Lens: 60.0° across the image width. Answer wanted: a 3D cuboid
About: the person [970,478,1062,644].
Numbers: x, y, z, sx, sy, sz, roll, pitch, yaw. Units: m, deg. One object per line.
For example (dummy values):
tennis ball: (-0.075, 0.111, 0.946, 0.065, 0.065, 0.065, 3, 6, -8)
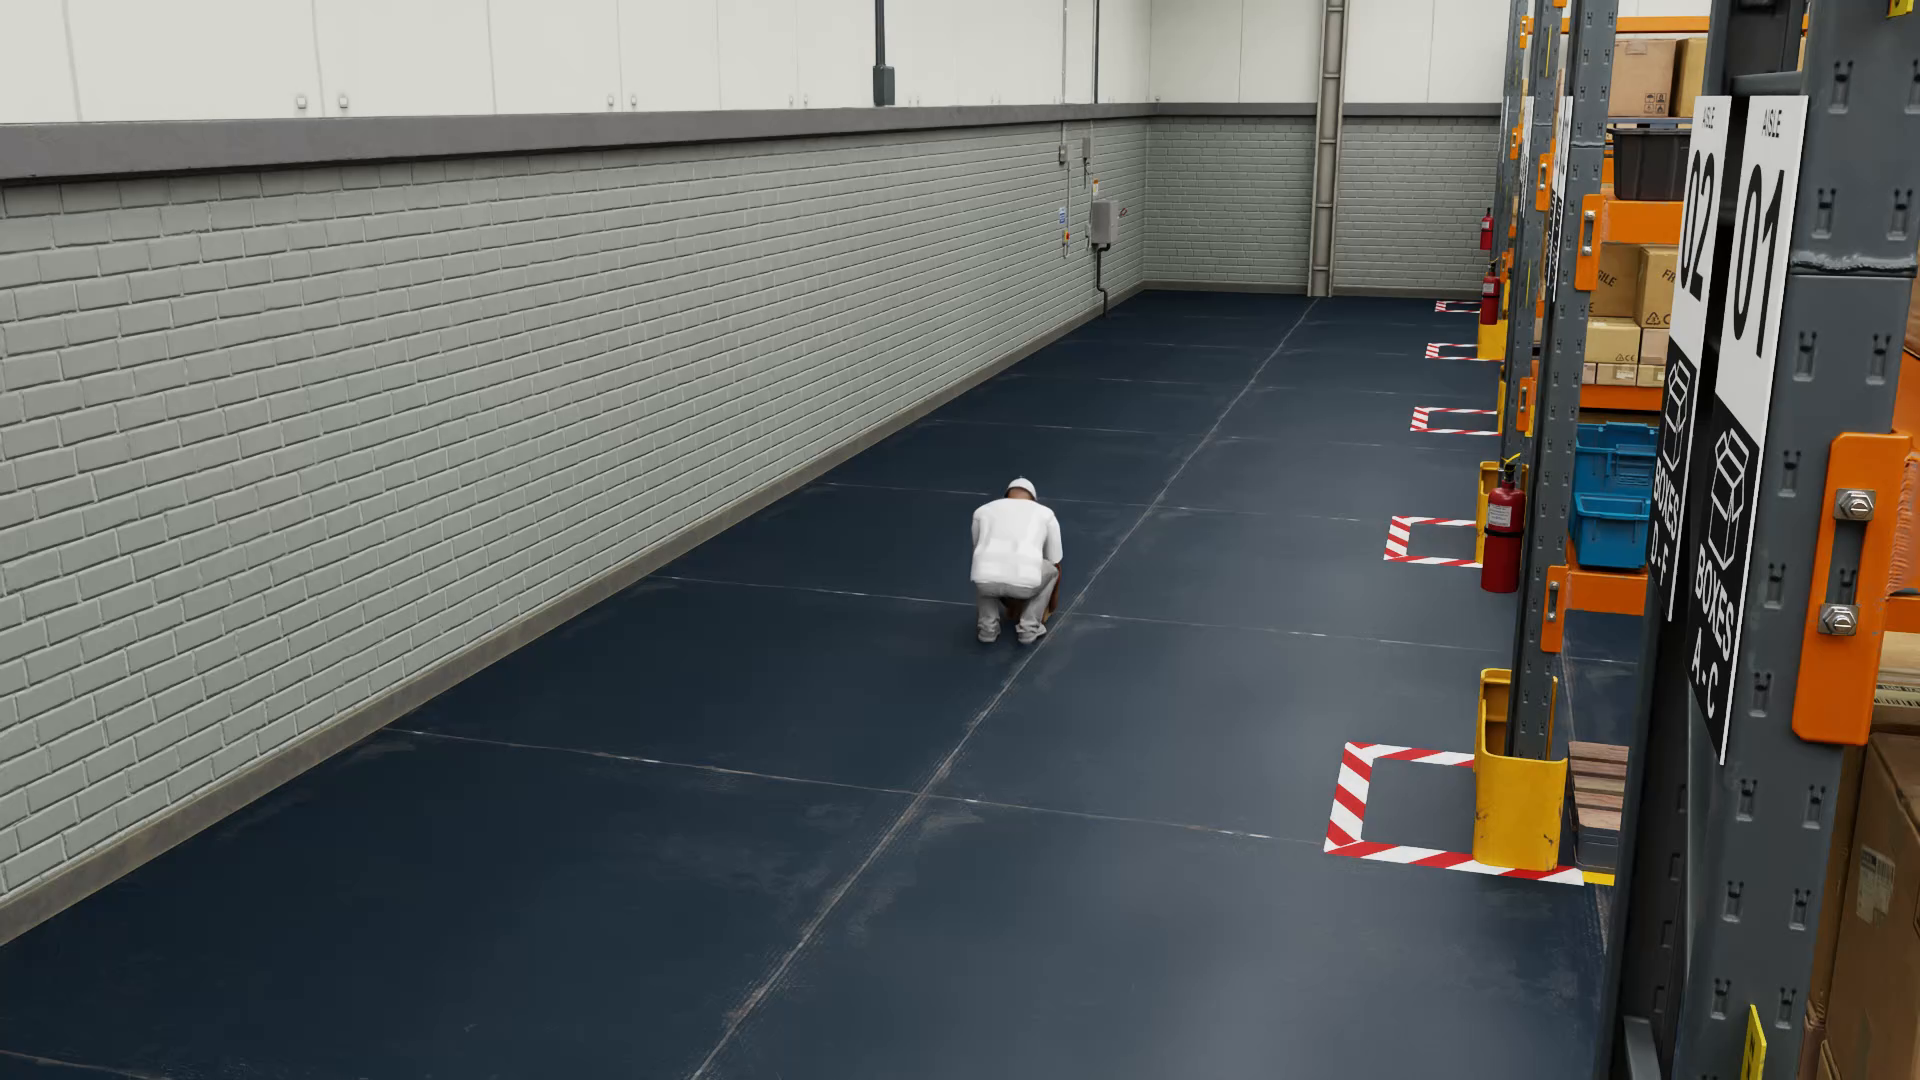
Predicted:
person: (0.312, 0.133, 10.177, 0.559, 0.893, 0.896, 4, 16, 16)
